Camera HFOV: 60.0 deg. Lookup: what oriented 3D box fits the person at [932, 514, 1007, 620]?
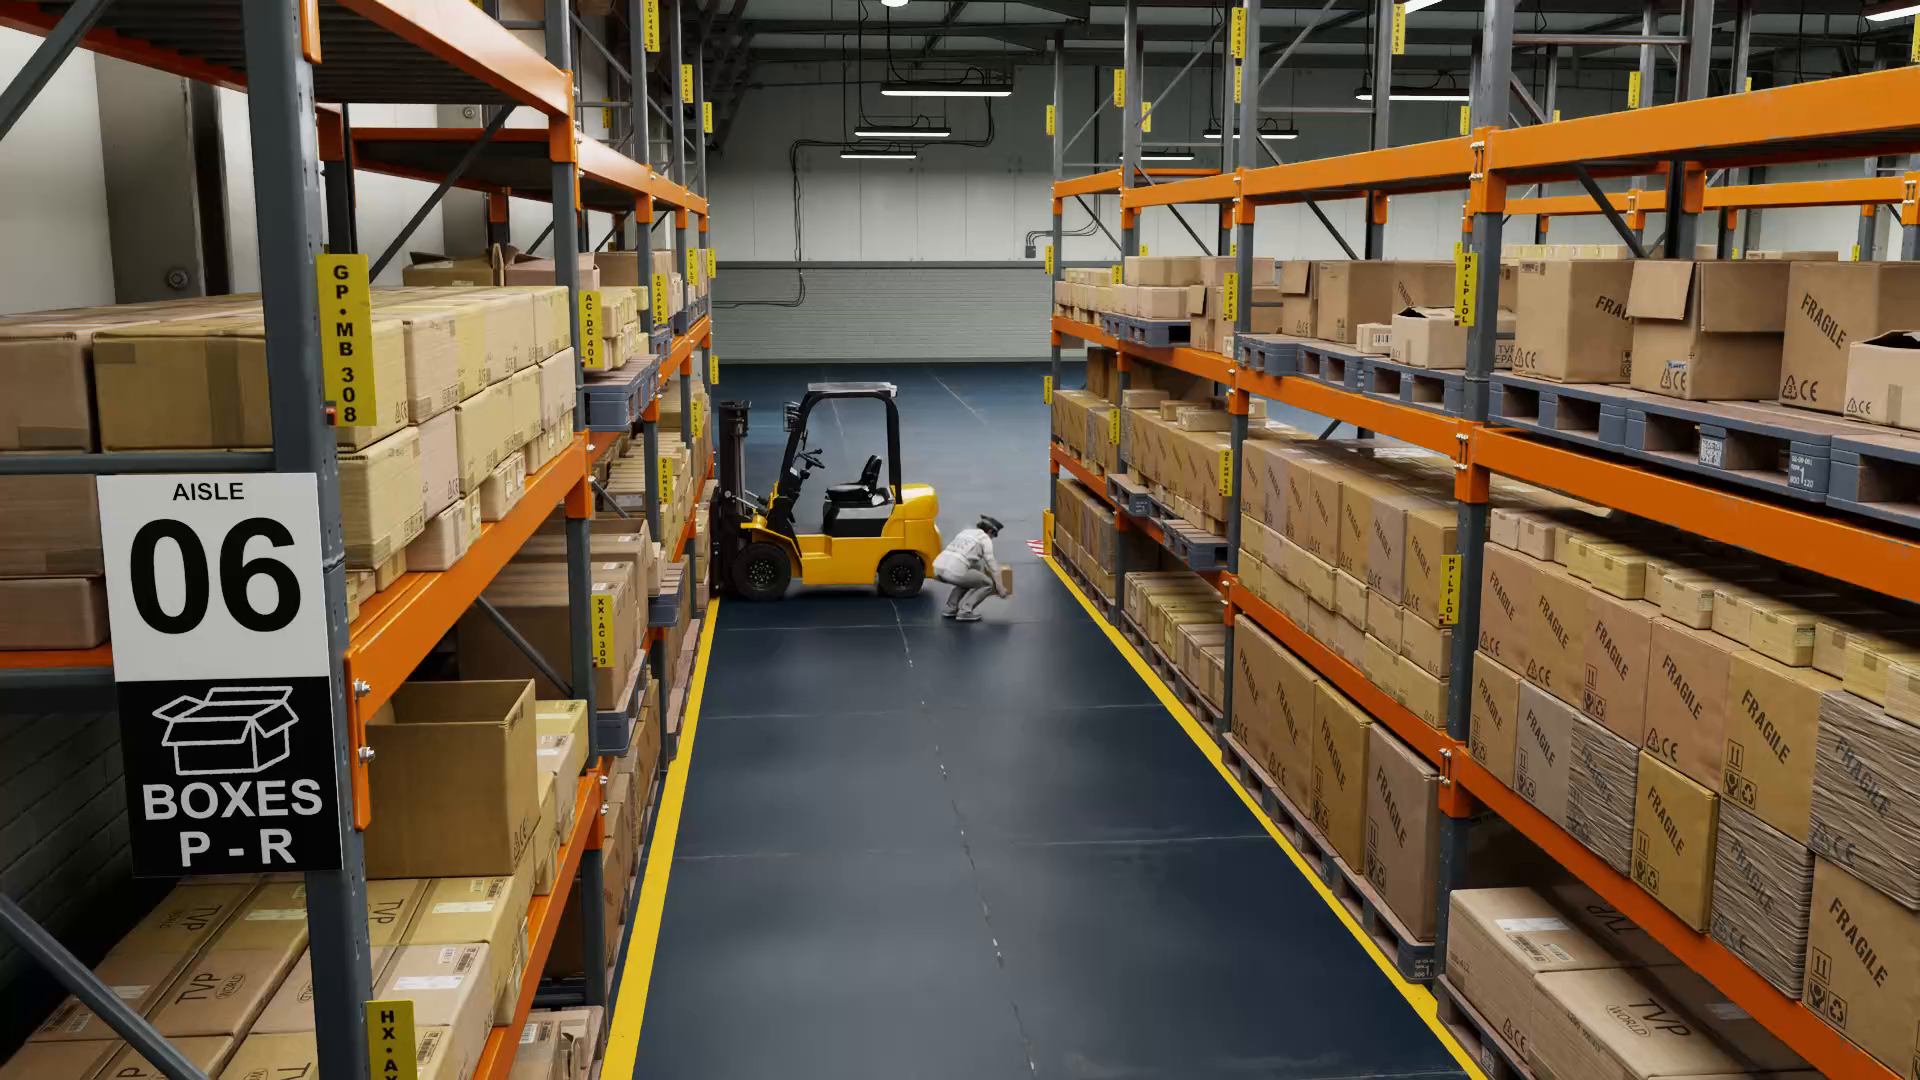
[{"bbox_3d":[0.097,0.264,16.355,0.818,0.993,0.494,-7,12,-35],"label":"person"}]
